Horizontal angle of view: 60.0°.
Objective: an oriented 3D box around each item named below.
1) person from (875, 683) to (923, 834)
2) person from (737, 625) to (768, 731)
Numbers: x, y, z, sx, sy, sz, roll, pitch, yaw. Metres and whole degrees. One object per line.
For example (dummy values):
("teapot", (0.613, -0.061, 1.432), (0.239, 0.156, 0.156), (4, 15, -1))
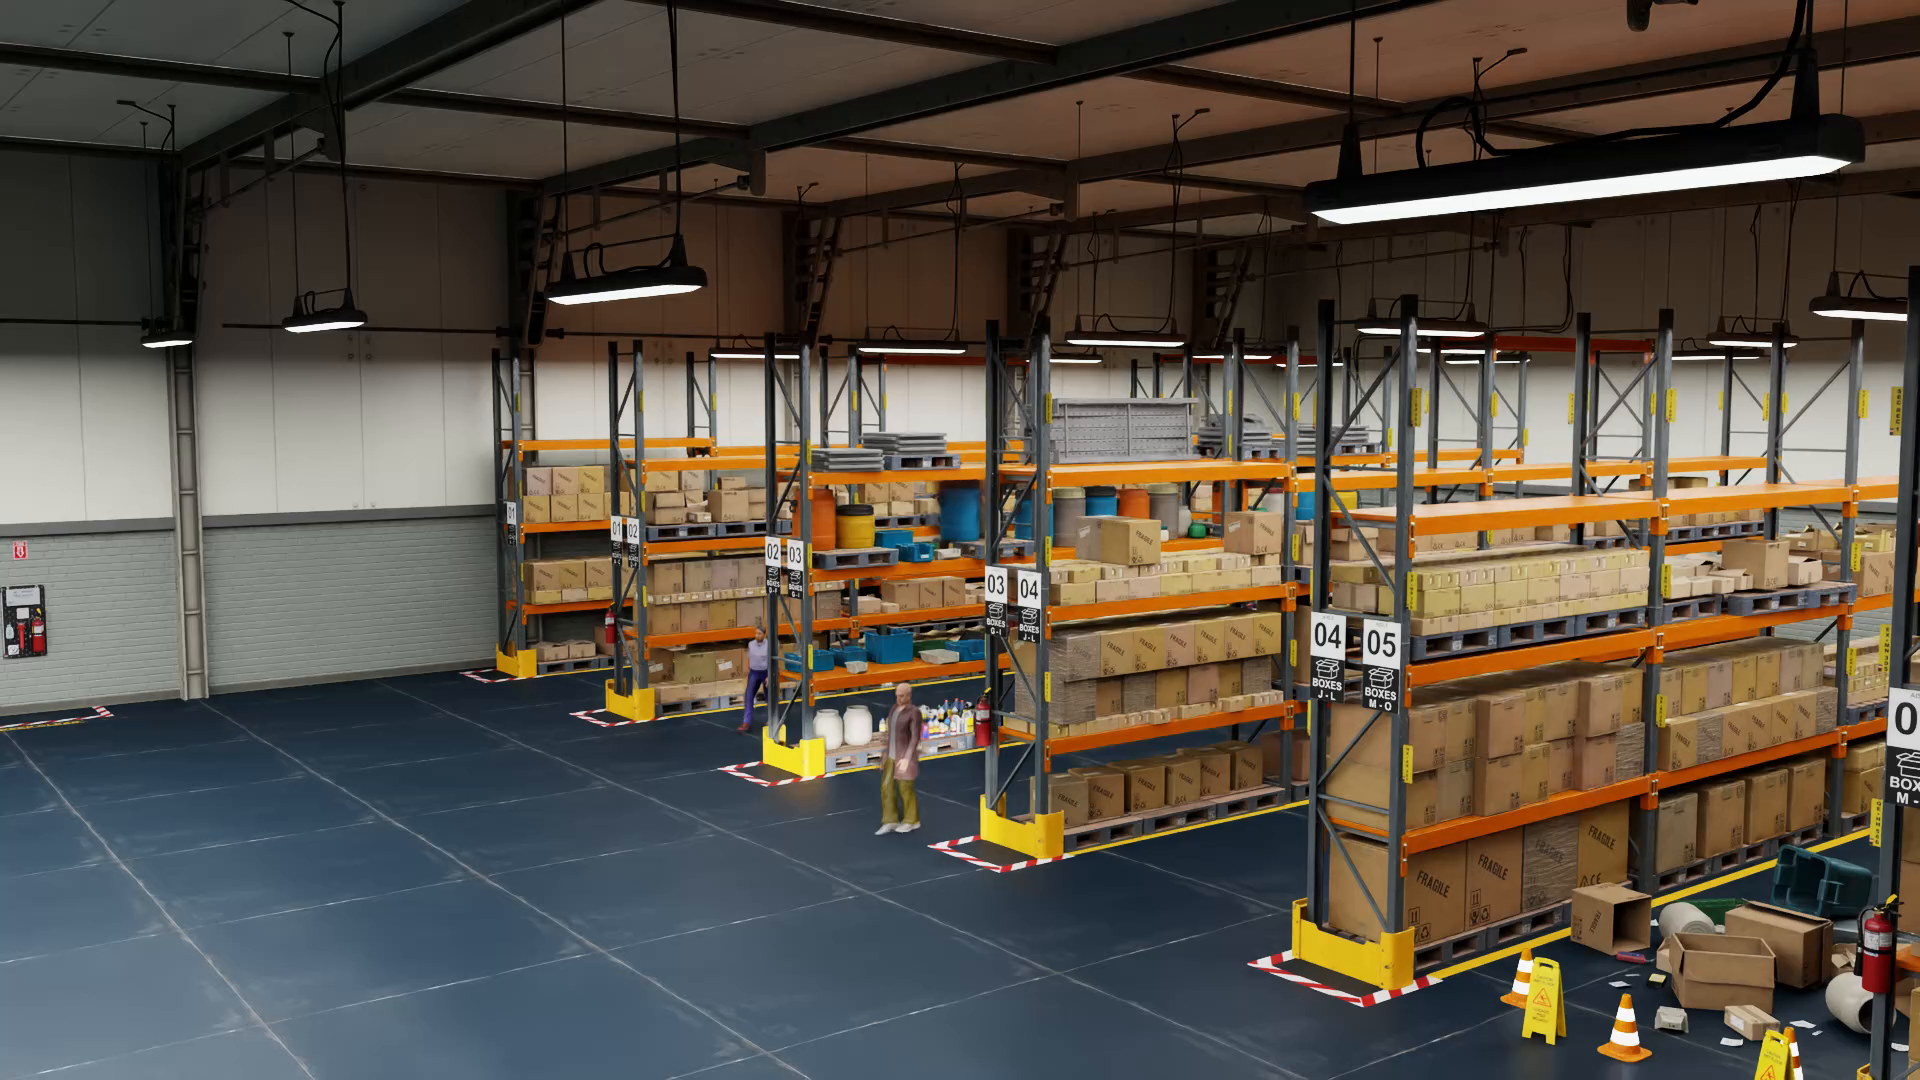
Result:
("person", (-0.703, 2.596, 19.549), (0.564, 1.849, 0.644), (-4, 6, -38))
("person", (-3.090, 2.151, 25.578), (0.529, 1.492, 0.988), (0, 5, 5))
